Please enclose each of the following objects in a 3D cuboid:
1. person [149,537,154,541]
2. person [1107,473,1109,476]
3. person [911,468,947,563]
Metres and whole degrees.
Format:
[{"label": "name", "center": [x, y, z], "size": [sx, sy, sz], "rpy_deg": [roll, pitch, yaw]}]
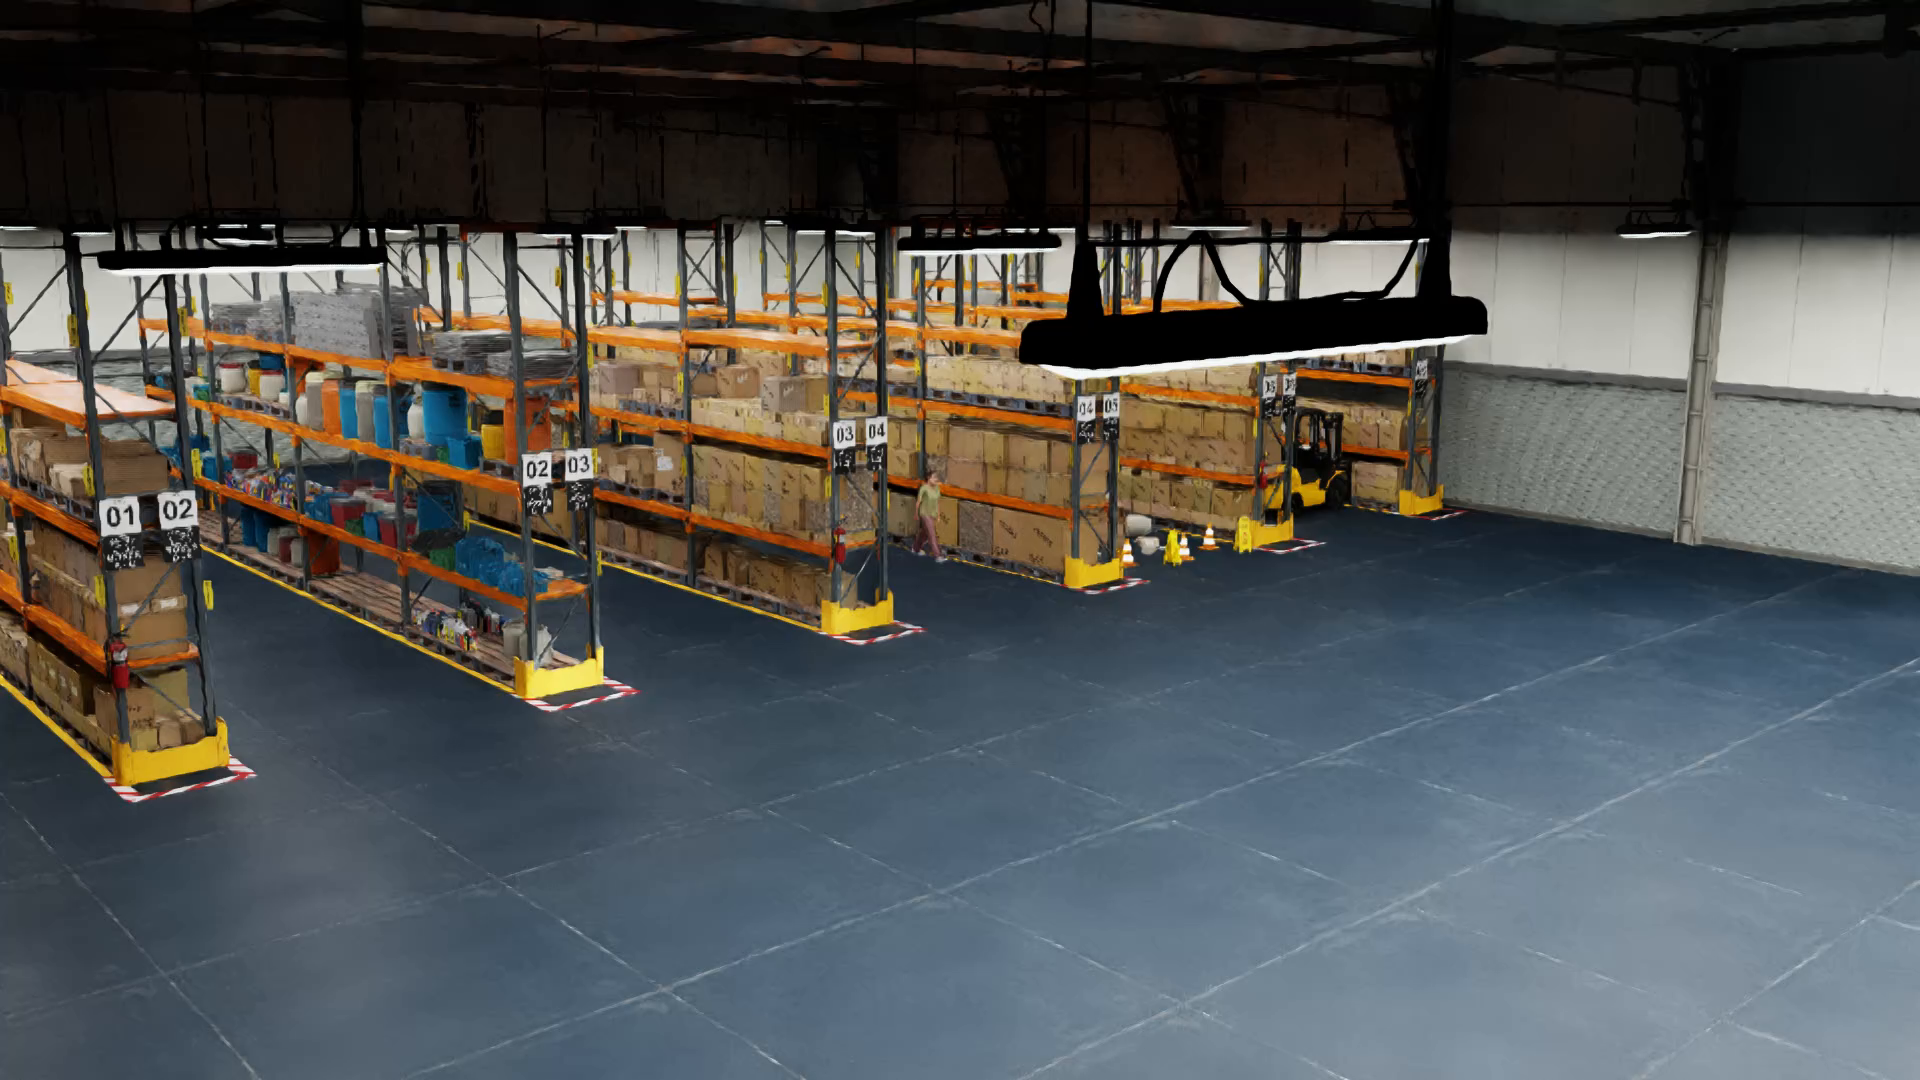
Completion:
[{"label": "person", "center": [-11.699, 0.706, 24.103], "size": [0.546, 1.661, 0.443], "rpy_deg": [5, 13, 24]}, {"label": "person", "center": [3.270, -2.388, 39.265], "size": [0.586, 1.730, 0.448], "rpy_deg": [4, 12, 17]}, {"label": "person", "center": [-0.495, -0.448, 28.581], "size": [0.447, 1.591, 1.102], "rpy_deg": [-10, 15, -41]}]
